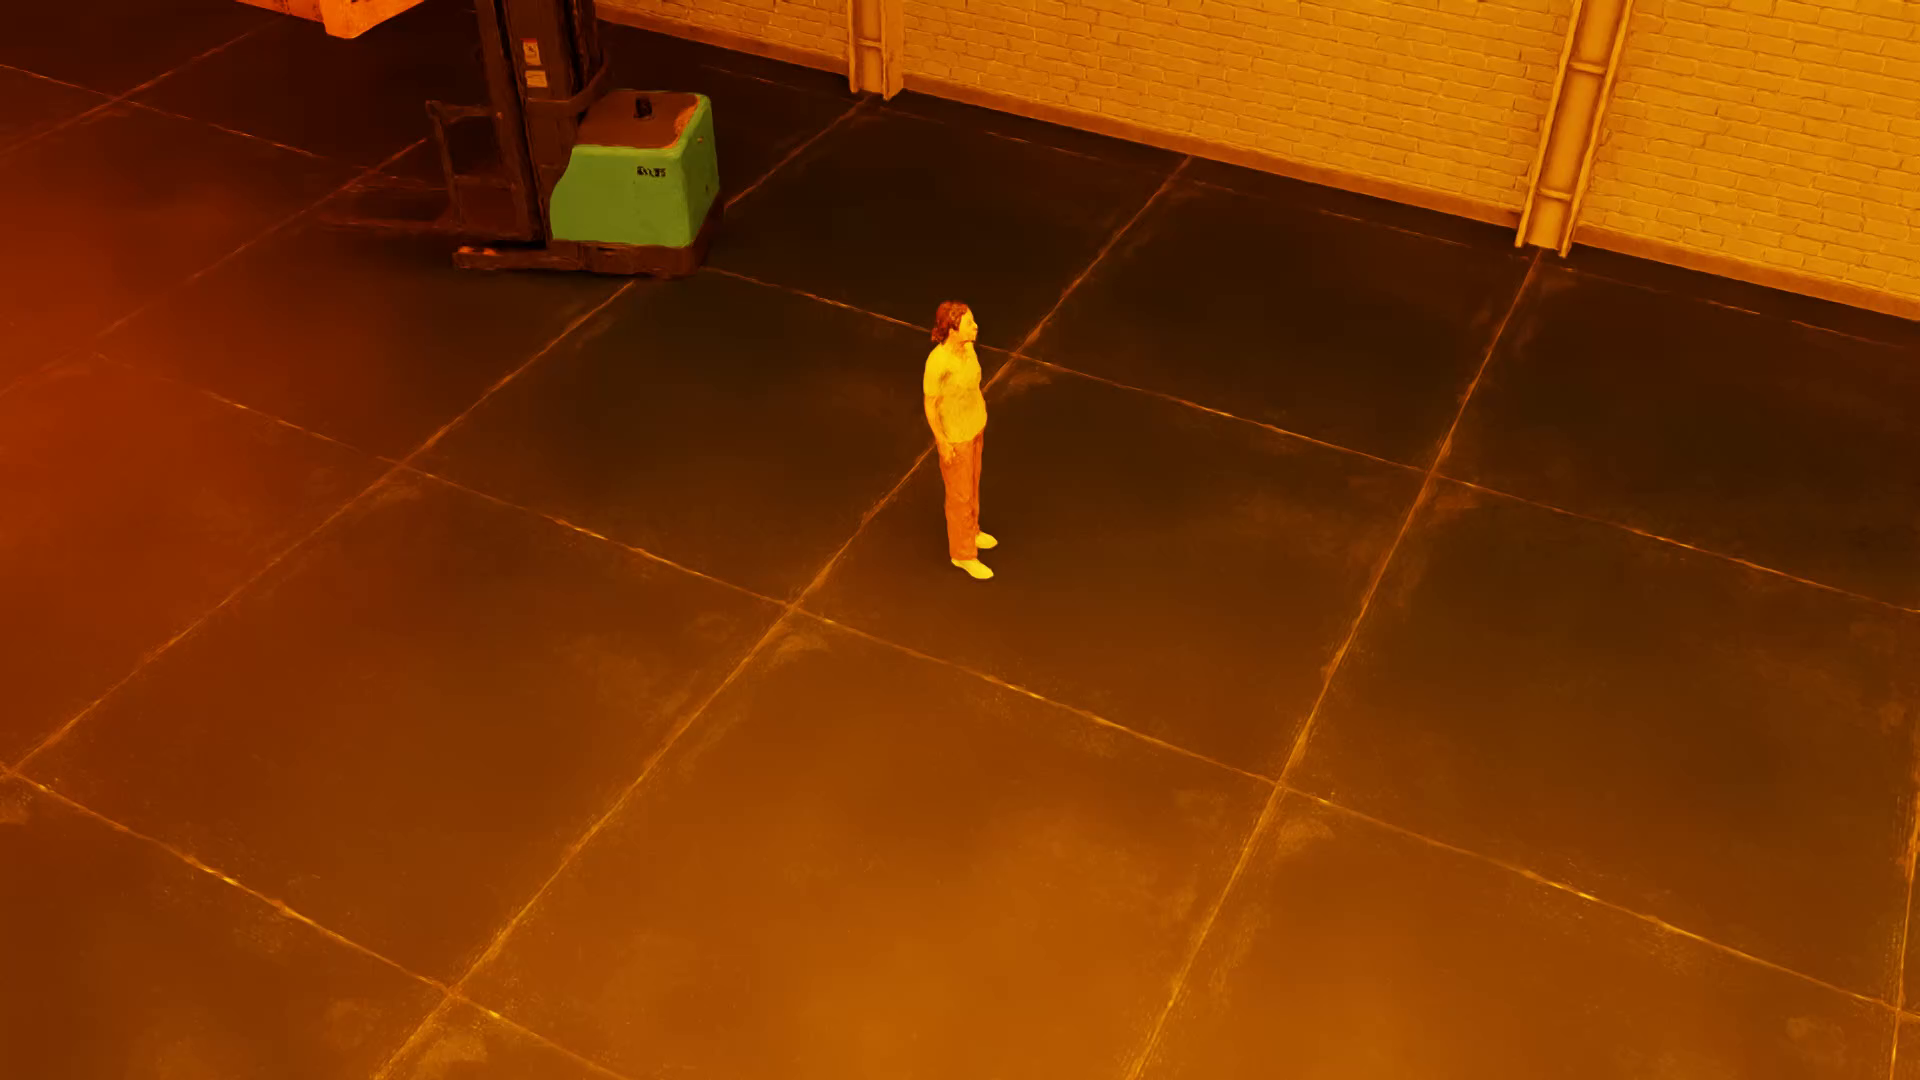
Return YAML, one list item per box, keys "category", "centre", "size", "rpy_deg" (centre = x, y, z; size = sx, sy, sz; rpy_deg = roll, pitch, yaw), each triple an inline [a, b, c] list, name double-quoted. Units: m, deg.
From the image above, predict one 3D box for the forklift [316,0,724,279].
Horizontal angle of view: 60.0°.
- category: "forklift"
  centre: [-3.432, -3.508, 12.152]
  size: [3.031, 2.935, 1.130]
  rpy_deg: [5, 40, 6]

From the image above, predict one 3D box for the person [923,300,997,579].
- category: "person"
  centre: [0.061, -0.615, 9.686]
  size: [0.548, 1.662, 0.554]
  rpy_deg: [18, 43, 21]
